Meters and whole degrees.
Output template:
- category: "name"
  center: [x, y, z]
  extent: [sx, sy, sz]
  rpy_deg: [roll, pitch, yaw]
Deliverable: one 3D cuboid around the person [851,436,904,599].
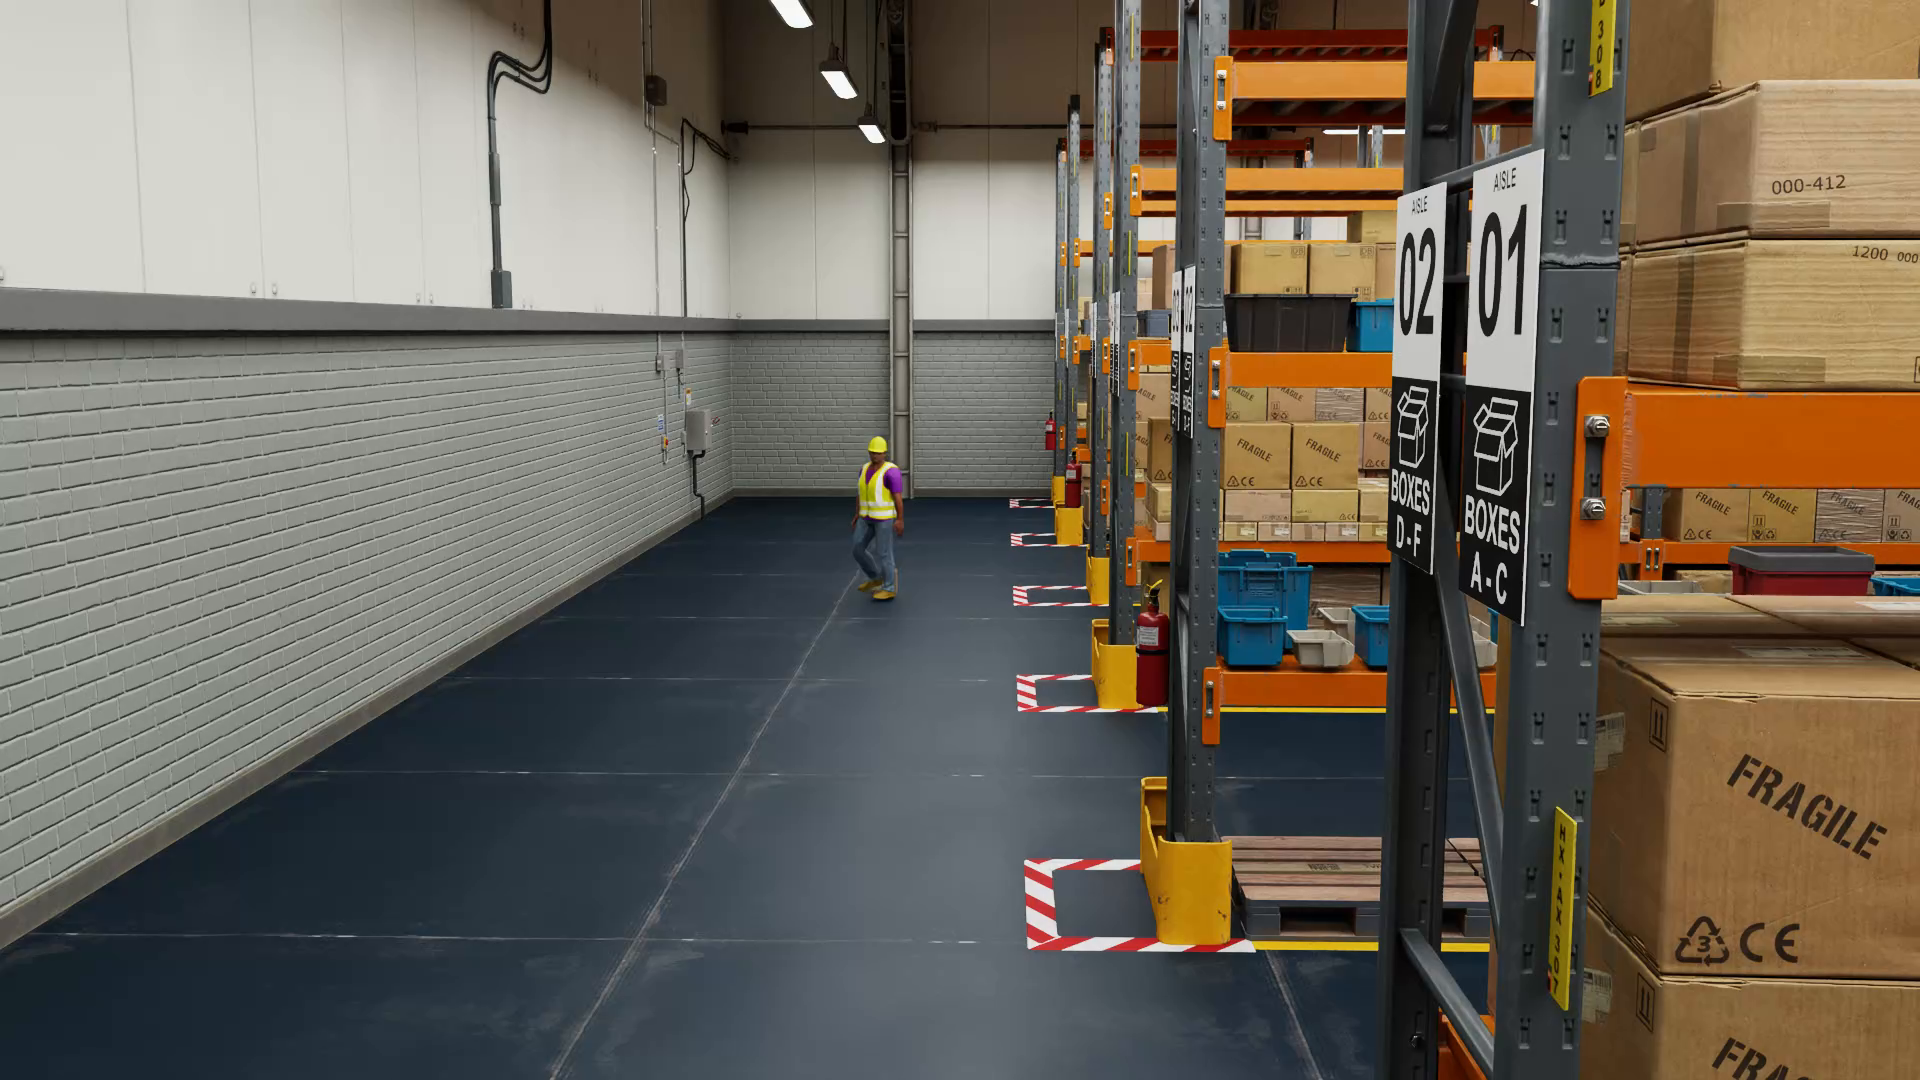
- category: "person"
  center: [-0.893, -0.241, 17.900]
  extent: [0.699, 1.757, 0.453]
  rpy_deg: [6, 9, 38]
